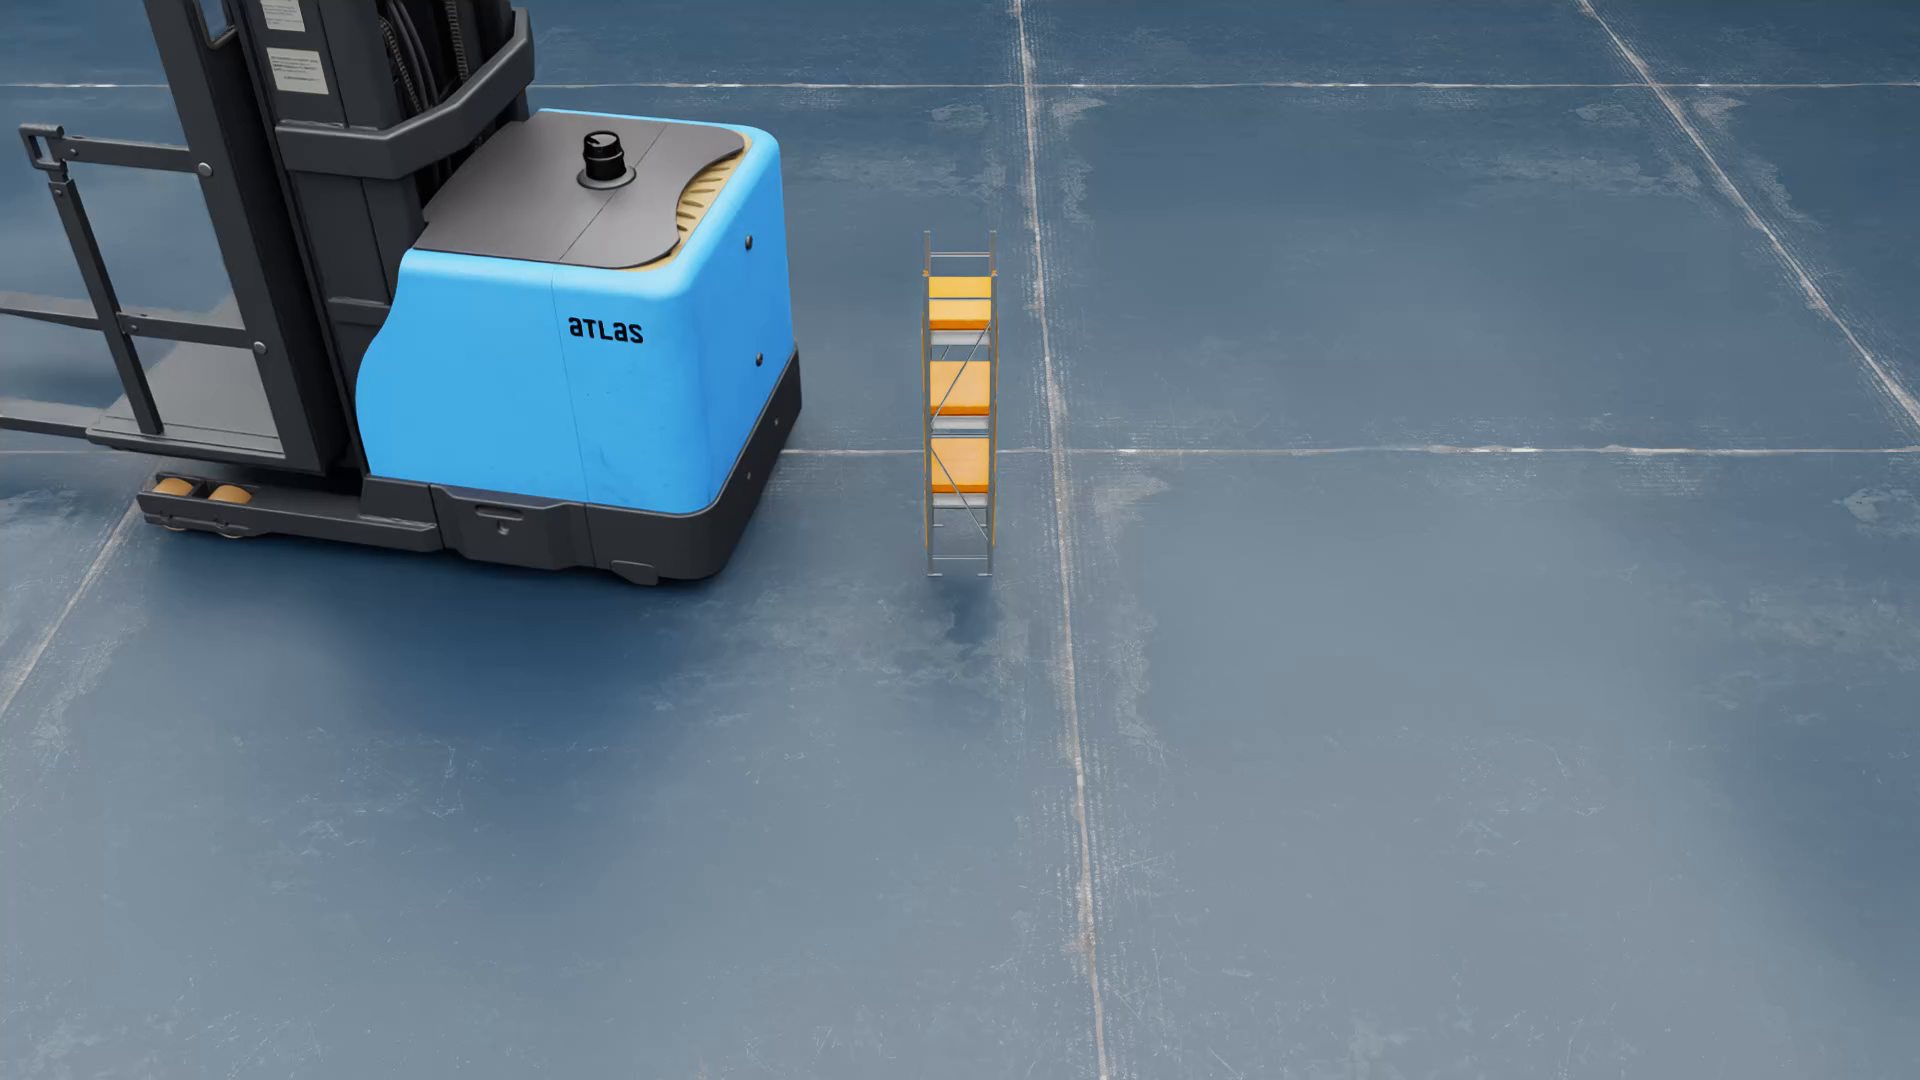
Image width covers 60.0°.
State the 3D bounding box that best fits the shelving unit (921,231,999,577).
[{"bbox_3d":[0.000,-0.376,4.880,0.215,1.050,0.252,0,39,0],"label":"shelving unit"}]

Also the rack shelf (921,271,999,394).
[{"bbox_3d":[0.000,-0.589,4.709,0.215,0.259,0.240,0,39,0],"label":"rack shelf"}]

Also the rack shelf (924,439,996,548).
[{"bbox_3d":[0.000,-0.151,5.060,0.215,0.259,0.240,0,39,0],"label":"rack shelf"}]

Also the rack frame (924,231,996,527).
[{"bbox_3d":[0.000,-0.453,4.975,0.200,1.050,0.008,0,39,0],"label":"rack frame"}]

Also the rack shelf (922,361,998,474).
[{"bbox_3d":[0.000,-0.368,4.887,0.215,0.259,0.240,0,39,0],"label":"rack shelf"}]

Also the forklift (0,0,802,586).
[{"bbox_3d":[-2.111,-1.465,4.734,3.031,2.935,1.130,7,39,9],"label":"forklift"}]

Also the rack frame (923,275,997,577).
[{"bbox_3d":[0.000,-0.300,4.785,0.200,1.050,0.008,0,39,0],"label":"rack frame"}]
